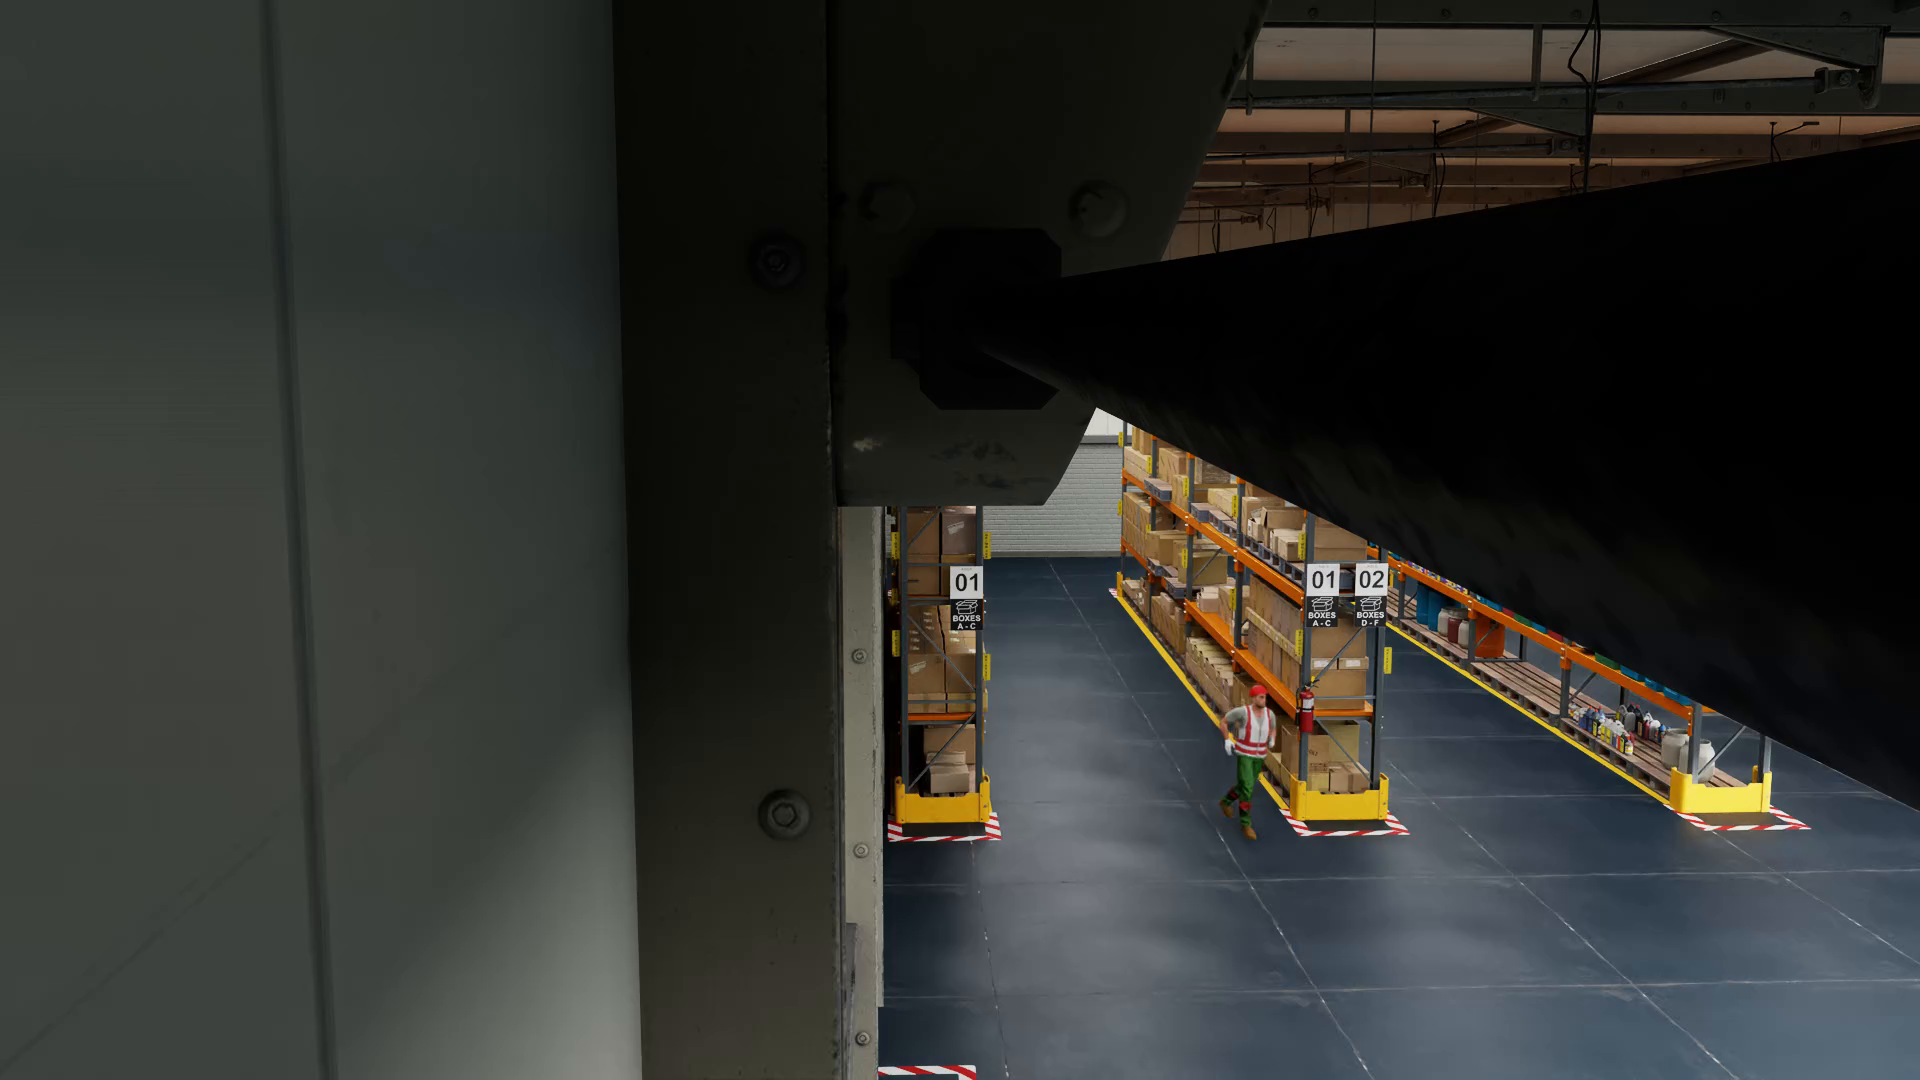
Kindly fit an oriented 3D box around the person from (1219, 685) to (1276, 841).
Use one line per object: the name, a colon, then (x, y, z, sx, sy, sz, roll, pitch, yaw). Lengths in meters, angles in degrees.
person: (3.528, 2.623, 20.196, 0.696, 1.778, 0.963, -4, 9, -25)
